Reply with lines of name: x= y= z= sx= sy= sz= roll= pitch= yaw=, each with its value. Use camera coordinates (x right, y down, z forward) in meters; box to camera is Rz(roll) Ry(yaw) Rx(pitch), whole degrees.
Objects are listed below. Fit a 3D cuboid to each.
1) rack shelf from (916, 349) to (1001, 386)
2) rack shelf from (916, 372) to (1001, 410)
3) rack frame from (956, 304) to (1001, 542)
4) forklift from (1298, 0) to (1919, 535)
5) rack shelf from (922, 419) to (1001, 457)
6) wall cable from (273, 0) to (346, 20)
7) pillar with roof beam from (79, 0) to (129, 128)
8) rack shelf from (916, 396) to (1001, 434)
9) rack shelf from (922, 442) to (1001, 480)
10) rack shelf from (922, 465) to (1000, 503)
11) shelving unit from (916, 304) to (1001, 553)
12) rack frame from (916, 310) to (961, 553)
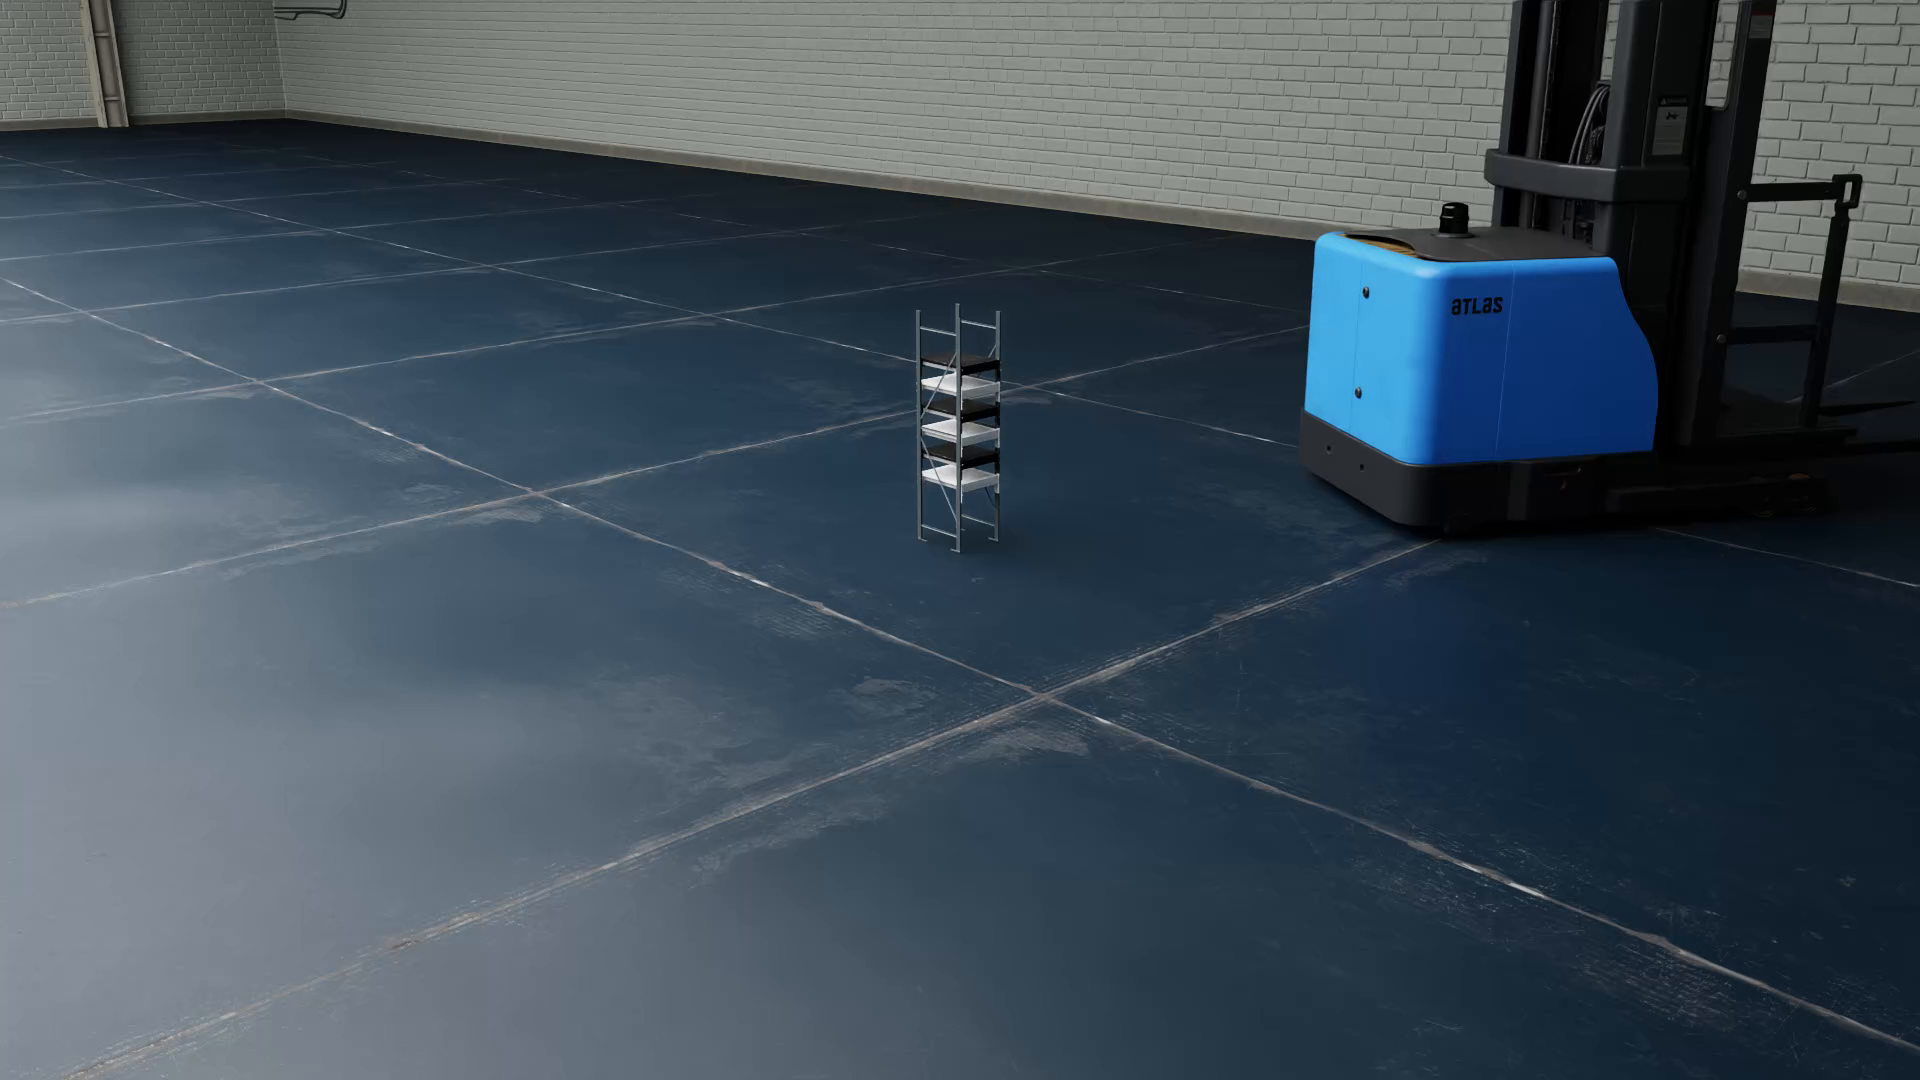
rack shelf: x=-0.006 y=-0.651 z=6.268 sx=0.200 sy=0.077 sz=0.258 roll=-16 pitch=24 yaw=-41
rack shelf: x=-0.006 y=-0.566 z=6.295 sx=0.200 sy=0.077 sz=0.258 roll=-16 pitch=24 yaw=-41
rack frame: x=0.068 y=-0.448 z=6.407 sx=0.006 sy=0.900 sz=0.240 roll=-16 pitch=24 yaw=-41
forklift: x=3.055 y=-1.638 z=6.785 sx=3.031 sy=2.935 sz=1.130 roll=-4 pitch=18 yaw=-13
rack shelf: x=-0.006 y=-0.395 z=6.351 sx=0.200 sy=0.077 sz=0.258 roll=-16 pitch=24 yaw=-41
wall cable: x=-11.114 y=-10.053 z=27.935 sx=0.112 sy=2.526 sz=3.097 roll=-16 pitch=24 yaw=-41
pillar with roof beam: x=-11.205 y=-10.237 z=23.469 sx=0.400 sy=9.000 sz=9.100 roll=-16 pitch=24 yaw=-41
rack shelf: x=-0.006 y=-0.480 z=6.323 sx=0.200 sy=0.077 sz=0.258 roll=-16 pitch=24 yaw=-41
rack shelf: x=-0.006 y=-0.309 z=6.379 sx=0.200 sy=0.077 sz=0.258 roll=-16 pitch=24 yaw=-41
rack shelf: x=-0.006 y=-0.223 z=6.406 sx=0.200 sy=0.077 sz=0.258 roll=-16 pitch=24 yaw=-41
shelving unit: x=-0.006 y=-0.426 z=6.341 sx=0.210 sy=0.900 sz=0.258 roll=-16 pitch=24 yaw=-41
rack frame: x=-0.080 y=-0.405 z=6.274 sx=0.006 sy=0.900 sz=0.240 roll=-16 pitch=24 yaw=-41
